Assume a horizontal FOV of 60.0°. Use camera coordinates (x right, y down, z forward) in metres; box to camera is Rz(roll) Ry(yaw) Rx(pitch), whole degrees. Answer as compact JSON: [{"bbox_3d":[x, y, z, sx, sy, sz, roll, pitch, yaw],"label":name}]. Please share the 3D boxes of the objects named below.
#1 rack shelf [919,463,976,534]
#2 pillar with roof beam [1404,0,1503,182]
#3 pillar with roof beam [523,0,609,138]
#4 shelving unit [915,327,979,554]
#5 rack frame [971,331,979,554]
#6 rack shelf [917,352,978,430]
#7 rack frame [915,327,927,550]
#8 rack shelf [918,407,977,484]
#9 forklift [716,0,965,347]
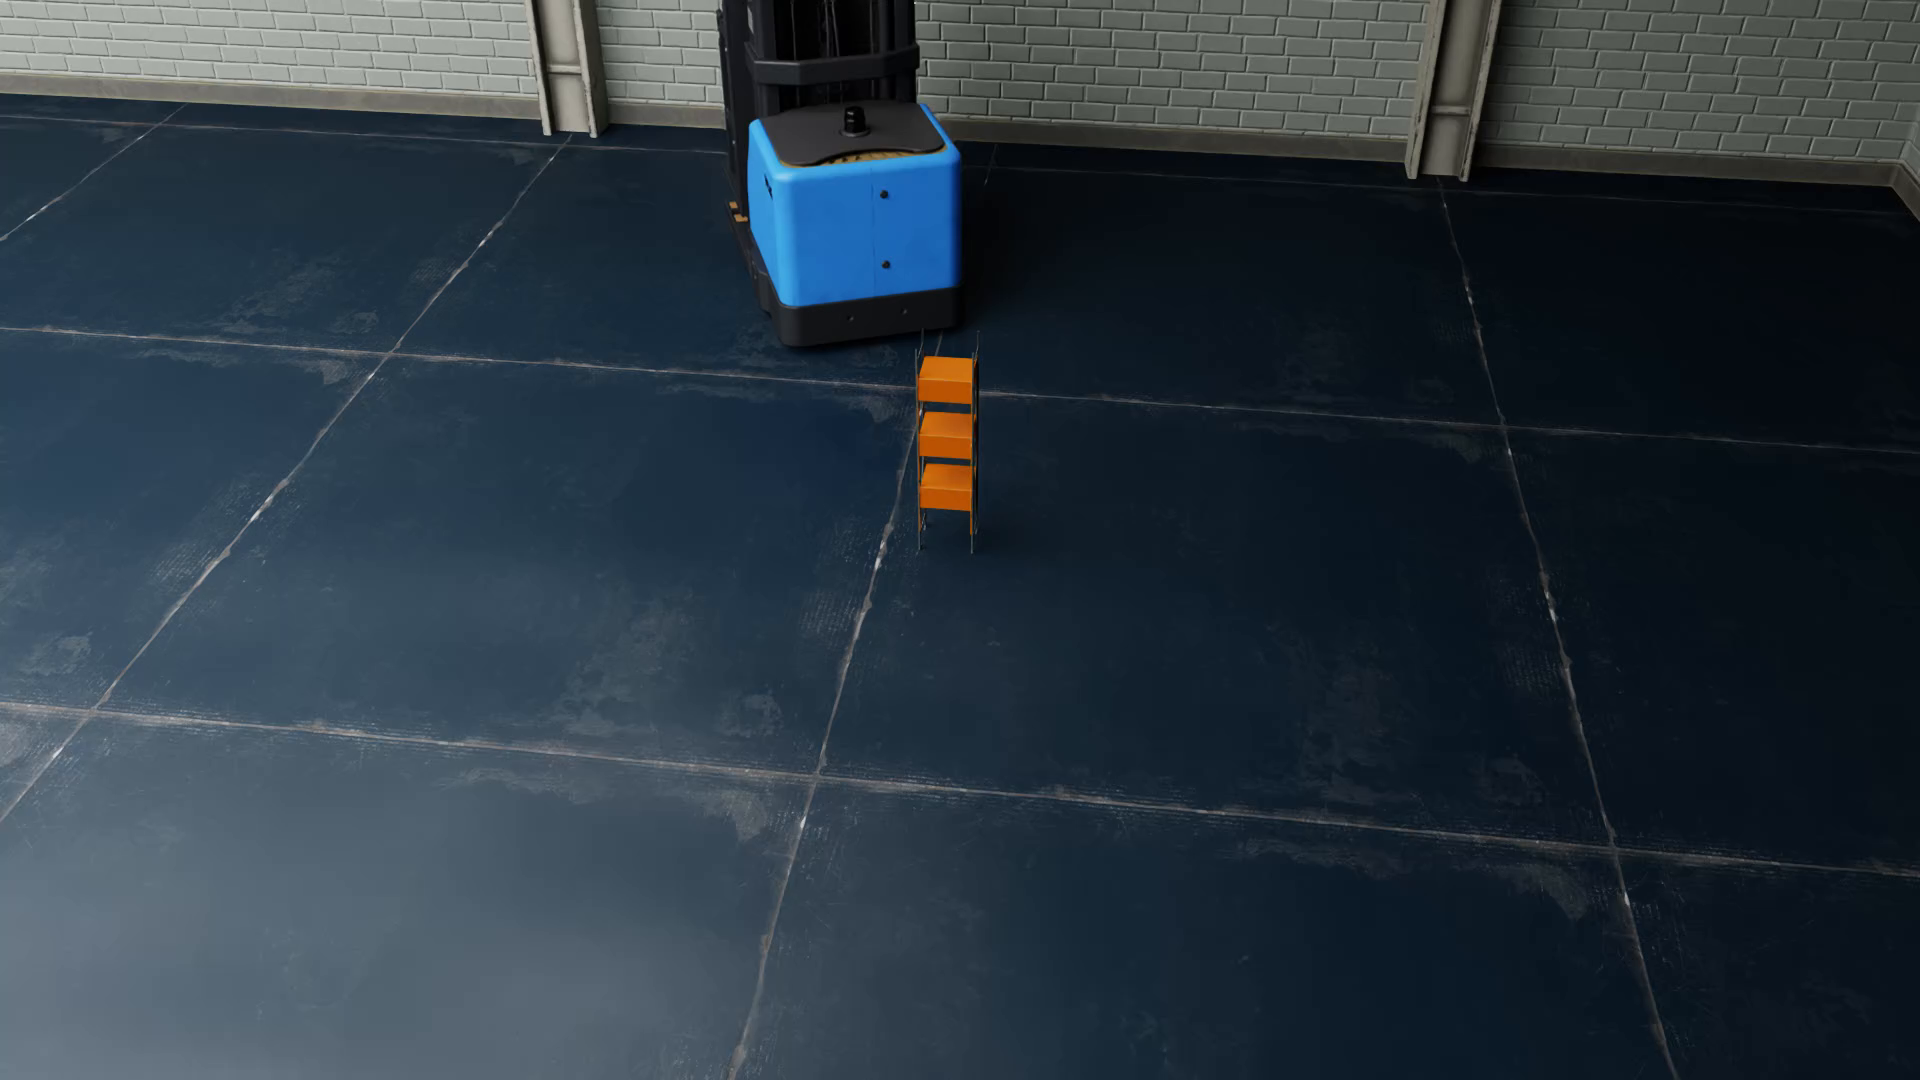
[{"bbox_3d":[-0.053,-0.196,7.618,0.240,0.259,0.215,4,36,6],"label":"rack shelf"},{"bbox_3d":[2.672,-3.679,5.159,0.400,9.000,9.100,4,36,6],"label":"pillar with roof beam"},{"bbox_3d":[-3.280,-4.123,5.781,0.400,9.000,9.100,4,36,6],"label":"pillar with roof beam"},{"bbox_3d":[-0.053,-0.431,7.451,0.252,1.050,0.215,4,36,6],"label":"shelving unit"},{"bbox_3d":[0.068,-0.422,7.438,0.008,1.050,0.200,4,36,6],"label":"rack frame"},{"bbox_3d":[-0.053,-0.654,7.292,0.240,0.259,0.215,4,36,6],"label":"rack shelf"},{"bbox_3d":[-0.174,-0.440,7.463,0.008,1.050,0.200,4,36,6],"label":"rack frame"},{"bbox_3d":[-0.053,-0.423,7.457,0.240,0.259,0.215,4,36,6],"label":"rack shelf"},{"bbox_3d":[-0.859,-3.107,9.581,1.130,2.935,3.031,-9,37,-13],"label":"forklift"}]
